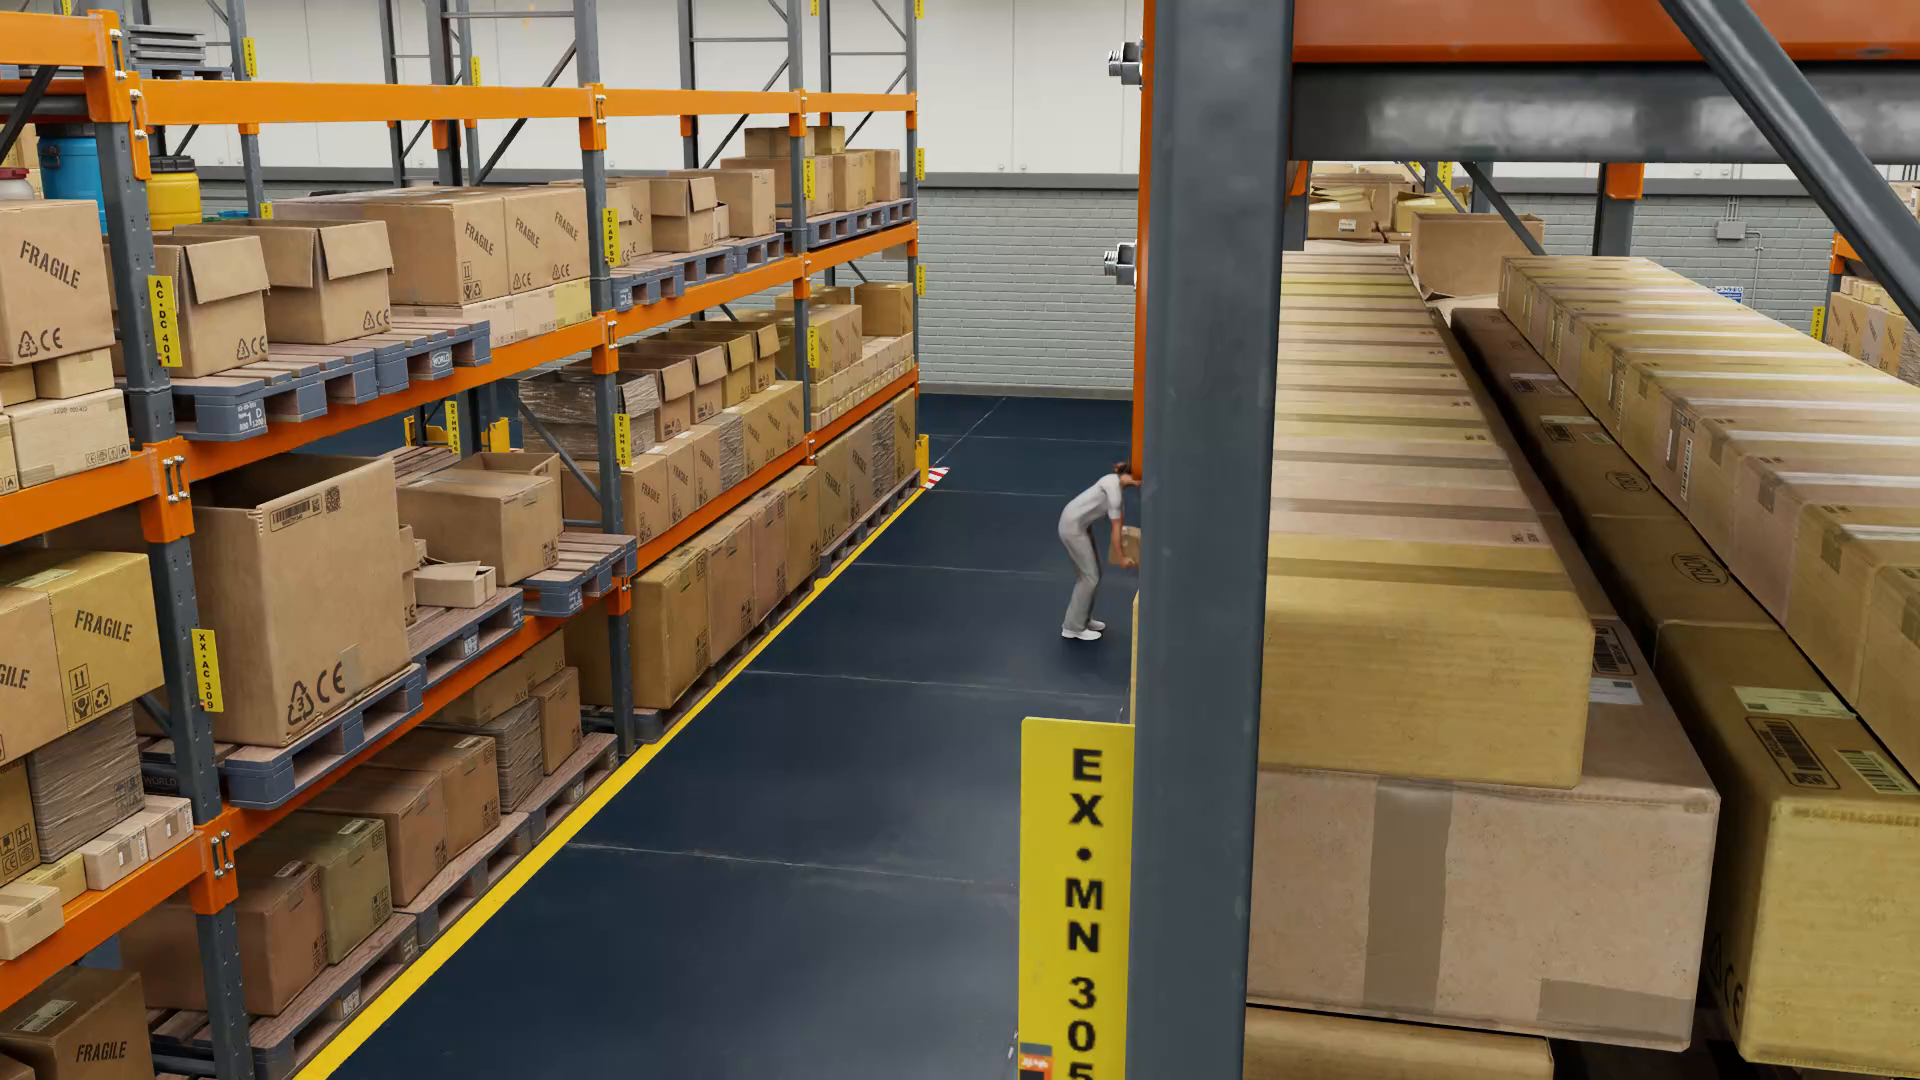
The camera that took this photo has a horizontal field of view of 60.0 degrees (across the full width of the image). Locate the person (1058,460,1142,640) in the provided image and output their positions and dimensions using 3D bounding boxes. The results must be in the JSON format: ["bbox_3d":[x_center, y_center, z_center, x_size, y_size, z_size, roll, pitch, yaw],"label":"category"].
[{"bbox_3d":[1.119,0.043,12.814,0.724,1.445,0.416,3,15,10],"label":"person"}]
